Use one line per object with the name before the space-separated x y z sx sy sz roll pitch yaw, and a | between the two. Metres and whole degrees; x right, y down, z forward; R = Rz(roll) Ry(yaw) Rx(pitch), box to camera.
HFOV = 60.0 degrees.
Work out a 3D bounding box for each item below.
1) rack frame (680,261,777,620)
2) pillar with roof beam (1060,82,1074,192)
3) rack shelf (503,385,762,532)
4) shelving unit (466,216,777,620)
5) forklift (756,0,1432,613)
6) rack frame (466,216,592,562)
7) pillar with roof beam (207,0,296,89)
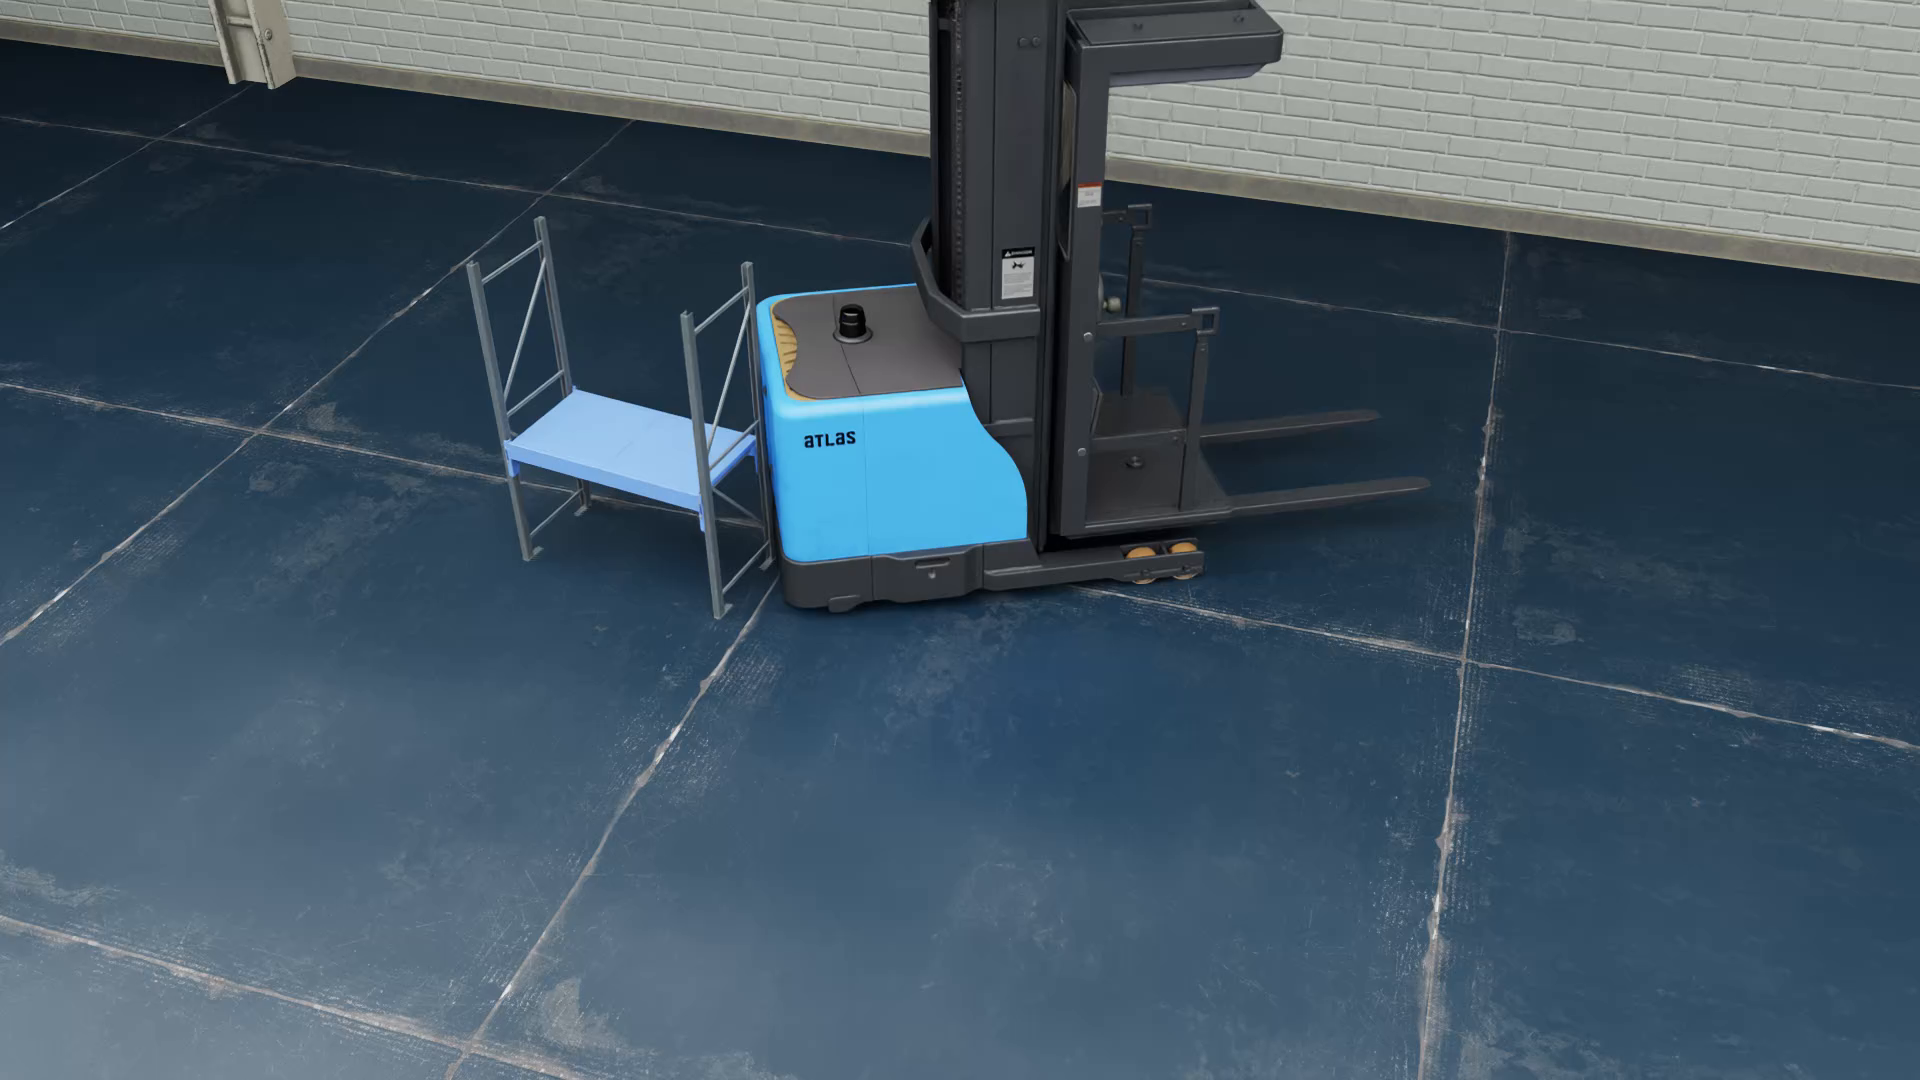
rack frame | -0.959 -0.390 7.014 0.032 1.500 0.500 15 39 20
pillar with roof beam | -0.760 -3.576 5.018 0.400 9.000 9.100 10 38 14
rack shelf | -1.421 -0.370 7.292 1.000 0.185 0.538 15 39 20
shelving unit | -1.421 -0.515 7.185 1.048 1.500 0.538 15 39 20
forklift | 0.642 -1.284 7.022 3.031 2.935 1.130 -6 37 -8
rack frame | -1.884 -0.641 7.355 0.032 1.500 0.500 15 39 20
pillar with roof beam | -6.487 -4.637 6.459 0.400 9.000 9.100 10 38 14
